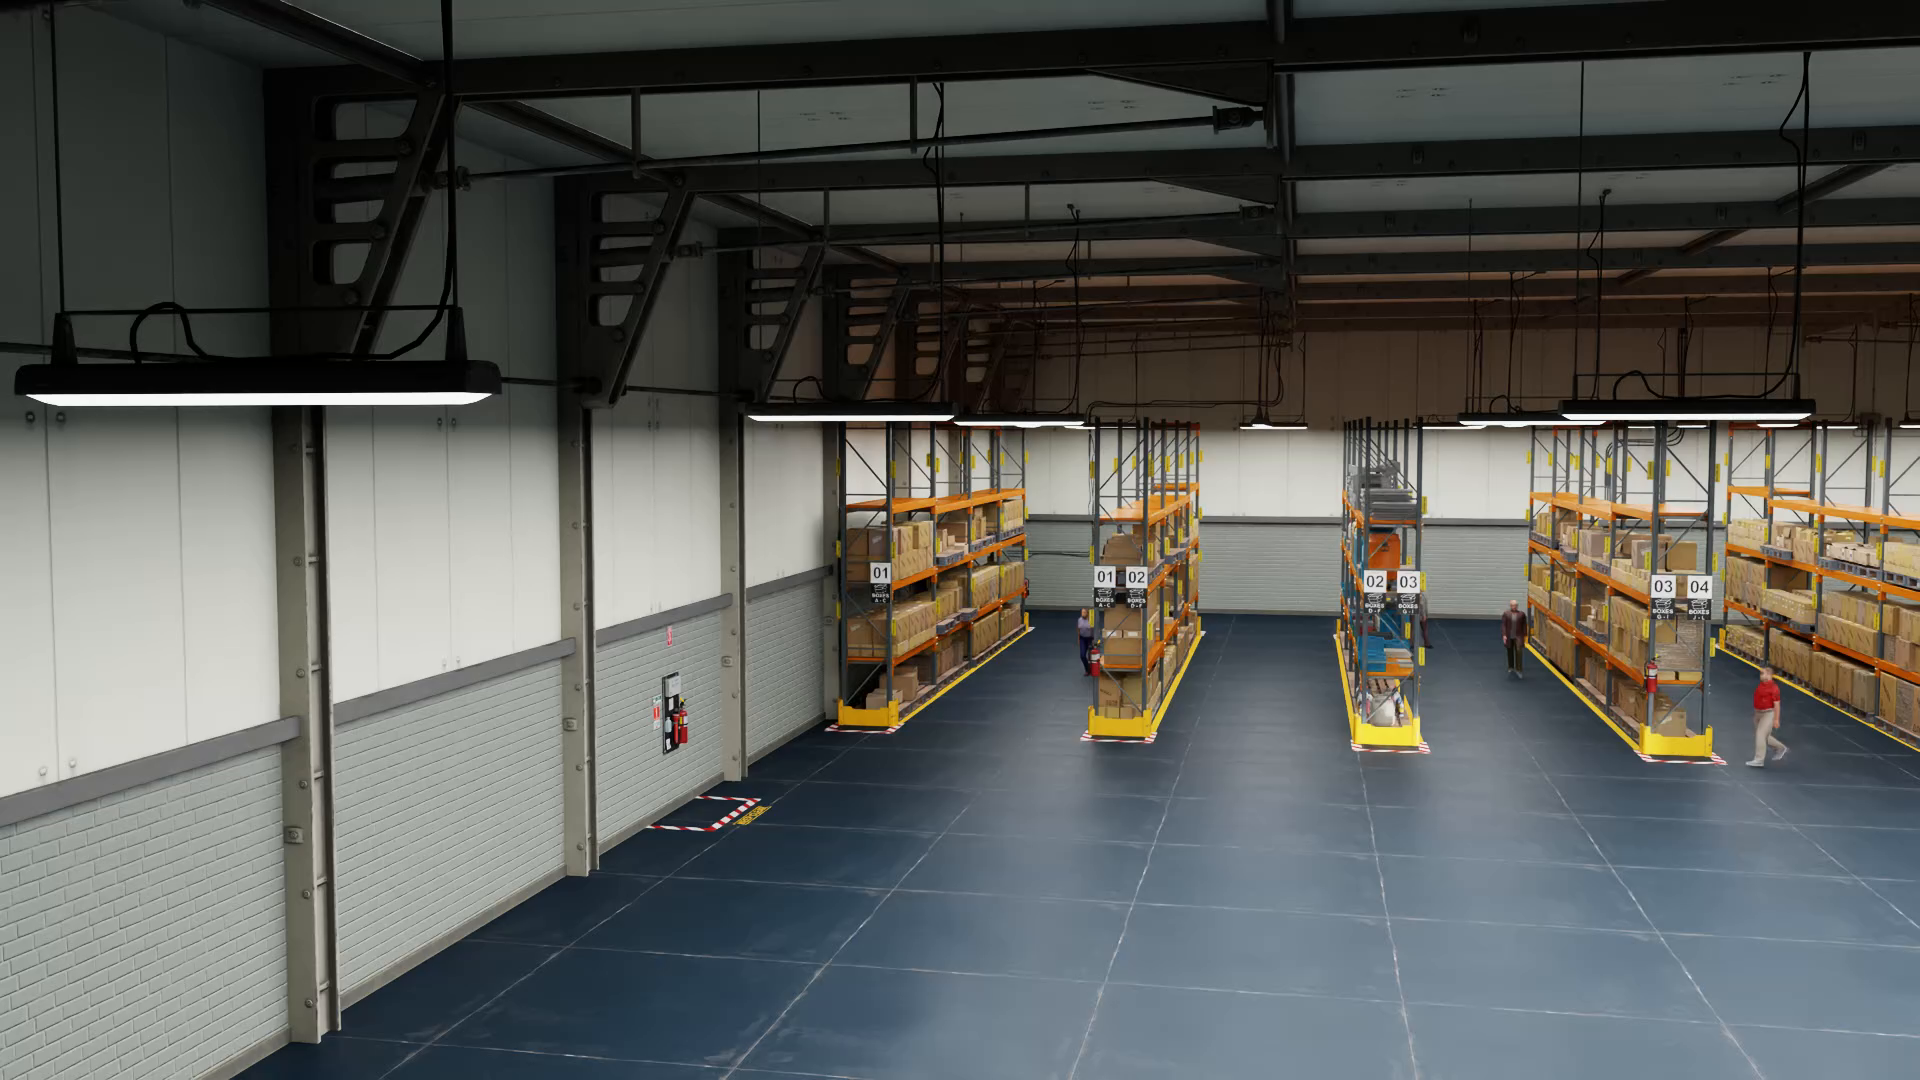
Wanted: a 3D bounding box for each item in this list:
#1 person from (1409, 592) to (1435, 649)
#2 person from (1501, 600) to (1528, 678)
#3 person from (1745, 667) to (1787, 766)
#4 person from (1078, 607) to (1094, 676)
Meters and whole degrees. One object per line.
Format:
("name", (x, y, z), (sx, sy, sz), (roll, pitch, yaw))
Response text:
("person", (12.110, 2.021, 43.869), (0.574, 1.701, 0.829), (3, 5, 43))
("person", (13.021, 2.300, 39.103), (0.594, 1.770, 0.920), (2, 4, 24))
("person", (13.861, 3.014, 28.469), (0.934, 1.686, 0.532), (-1, 4, -12))
("person", (3.051, 2.378, 39.233), (0.527, 1.618, 0.613), (2, 4, 26))
